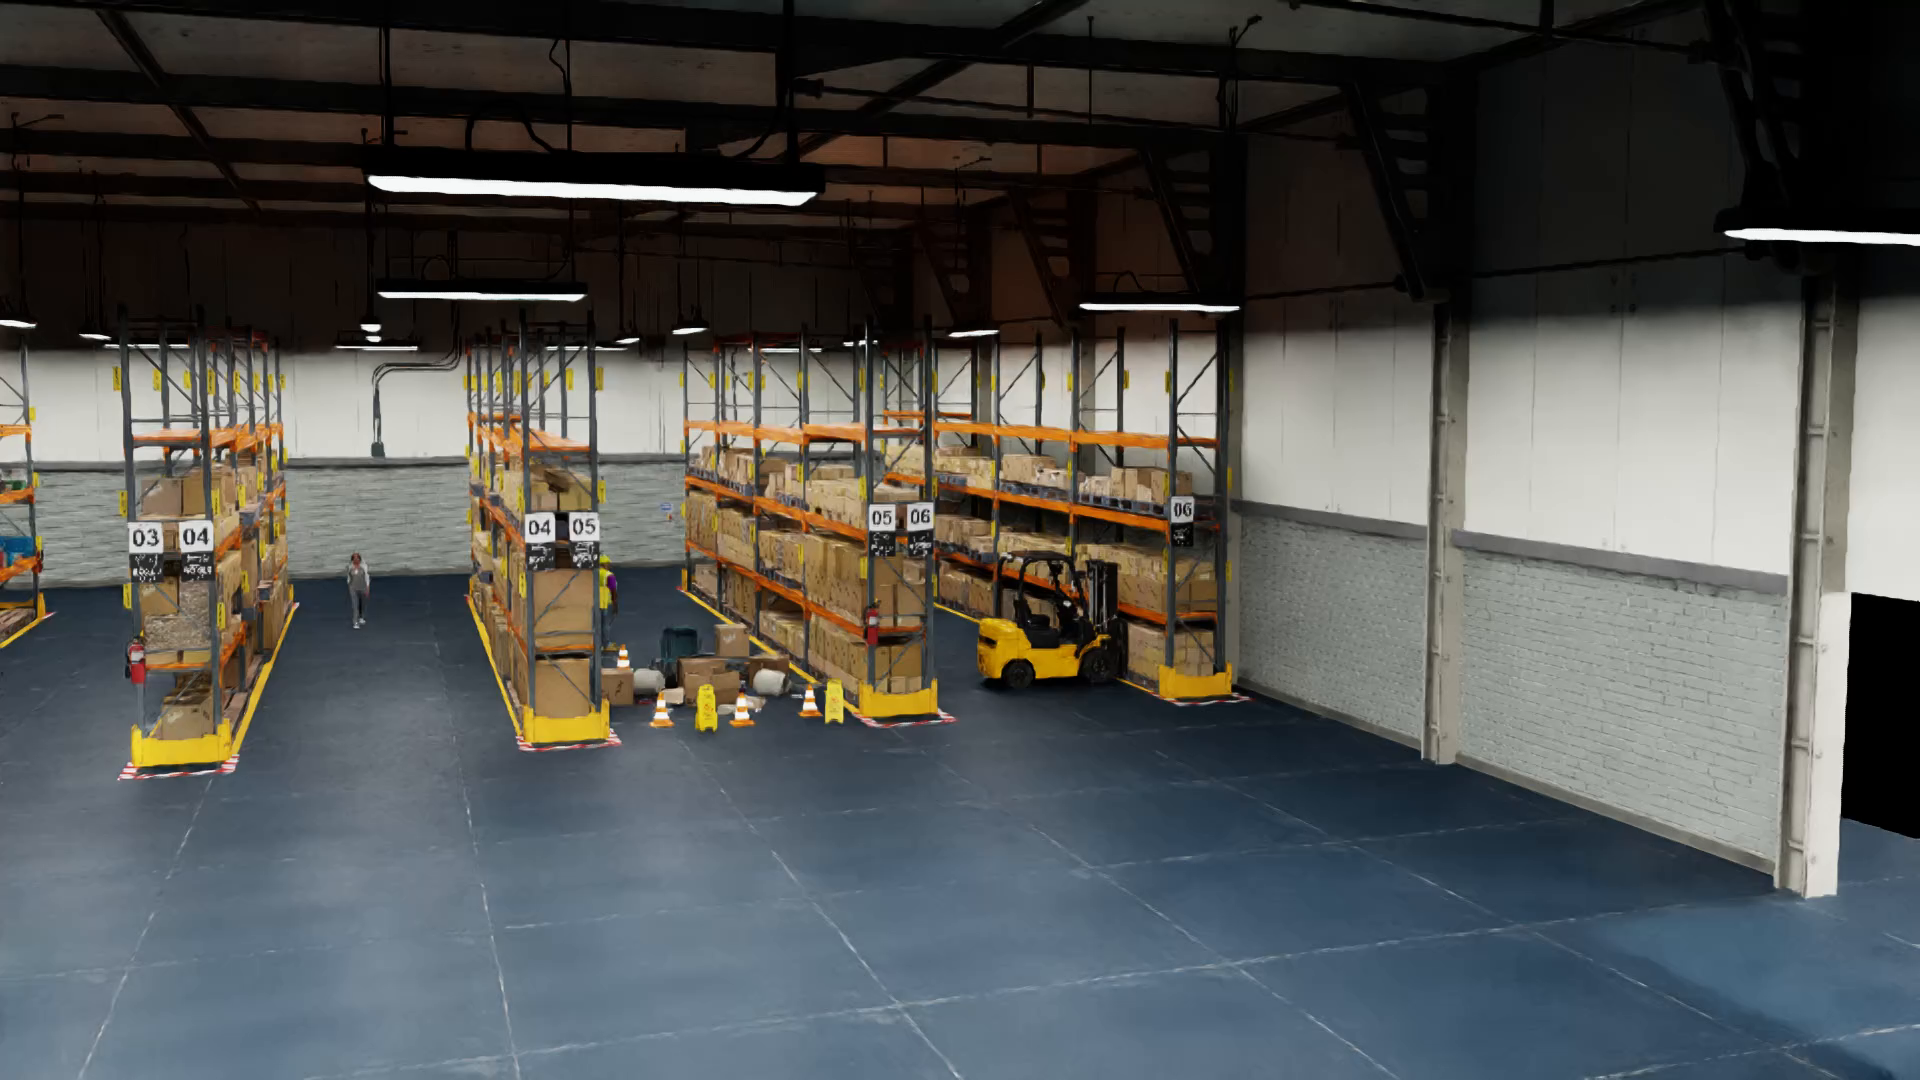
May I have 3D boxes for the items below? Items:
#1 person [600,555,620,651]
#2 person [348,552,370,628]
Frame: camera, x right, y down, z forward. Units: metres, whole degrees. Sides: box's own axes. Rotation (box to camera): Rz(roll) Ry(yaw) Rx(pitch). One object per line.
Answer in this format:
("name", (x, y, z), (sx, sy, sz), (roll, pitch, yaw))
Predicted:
("person", (-6.586, 1.159, 31.075), (0.632, 1.771, 0.447), (5, 7, 41))
("person", (-12.309, 1.003, 34.063), (0.432, 1.520, 0.947), (-2, 6, -20))
